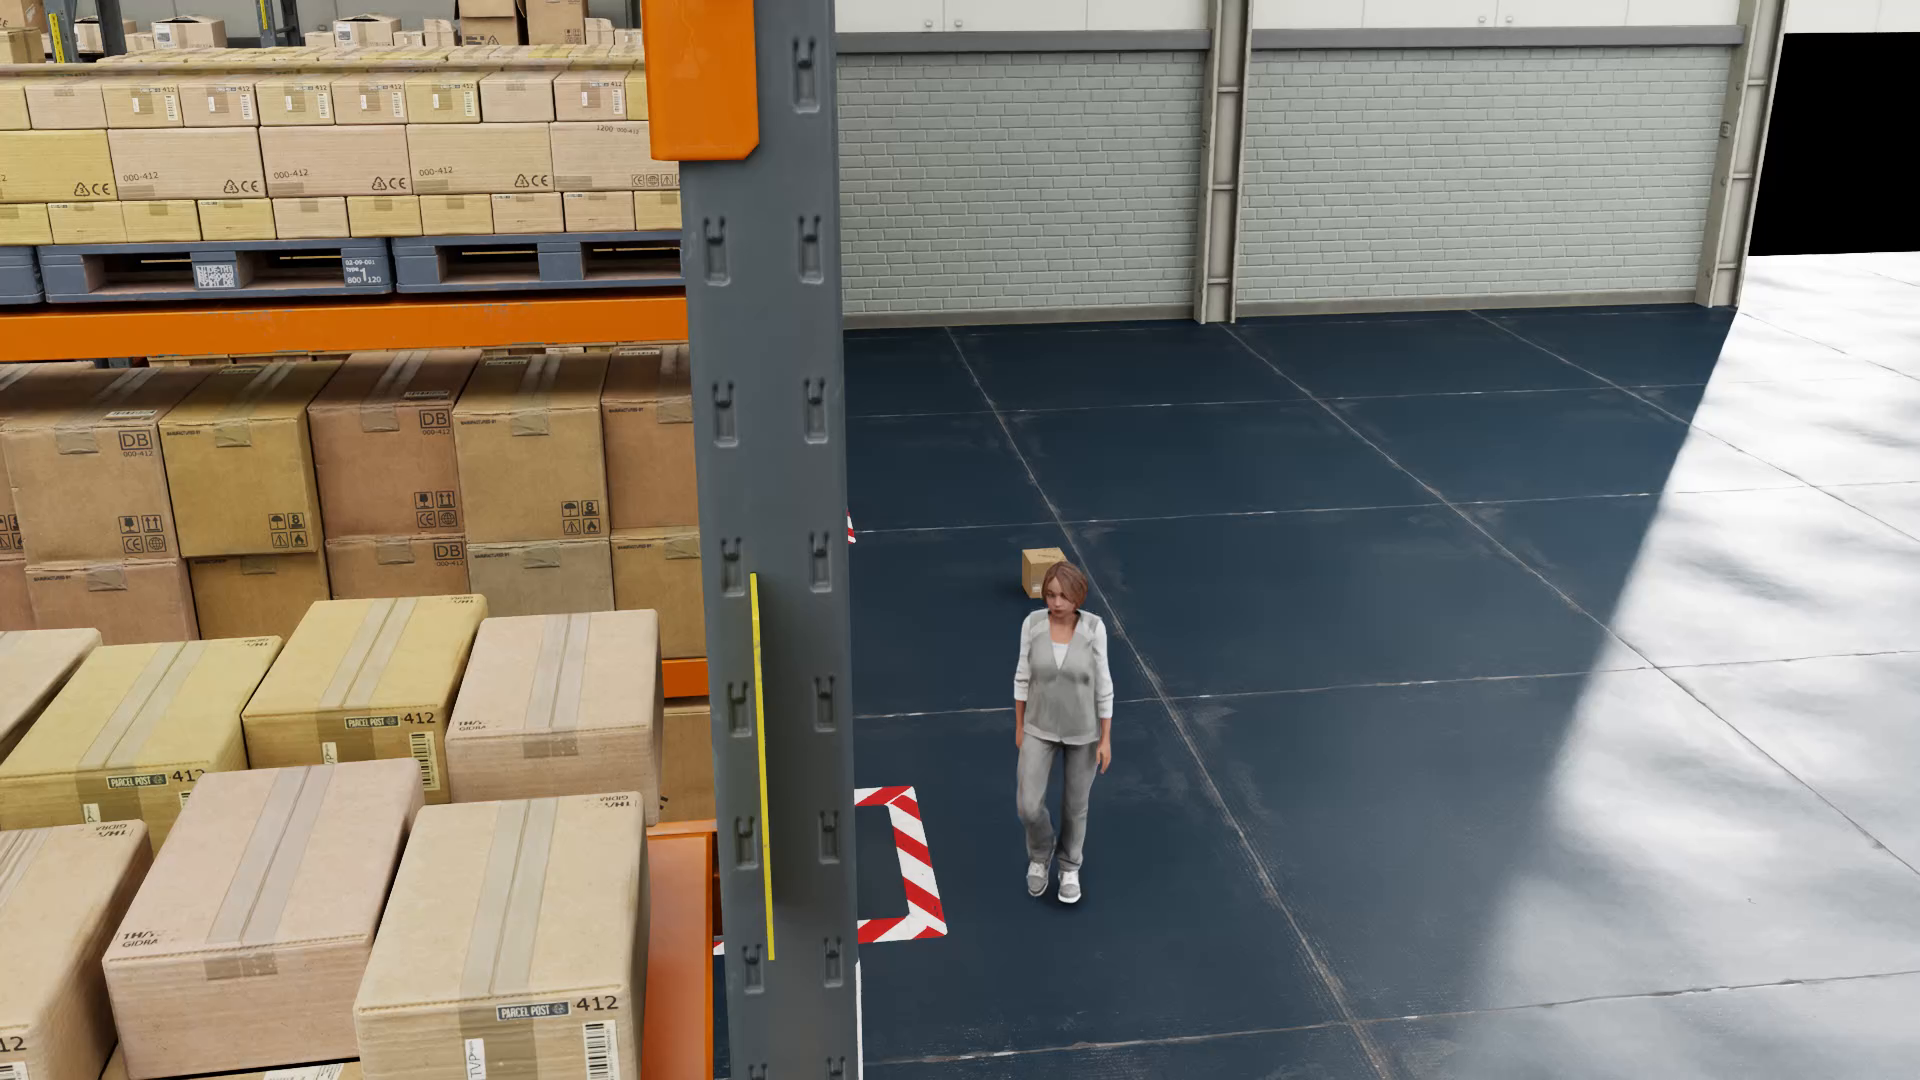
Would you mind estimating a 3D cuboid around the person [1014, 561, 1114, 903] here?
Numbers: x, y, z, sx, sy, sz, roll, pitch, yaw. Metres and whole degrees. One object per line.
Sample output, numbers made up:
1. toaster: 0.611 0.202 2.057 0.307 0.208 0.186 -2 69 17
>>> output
1. person: 0.443 0.861 7.201 0.433 1.598 0.428 2 20 6
